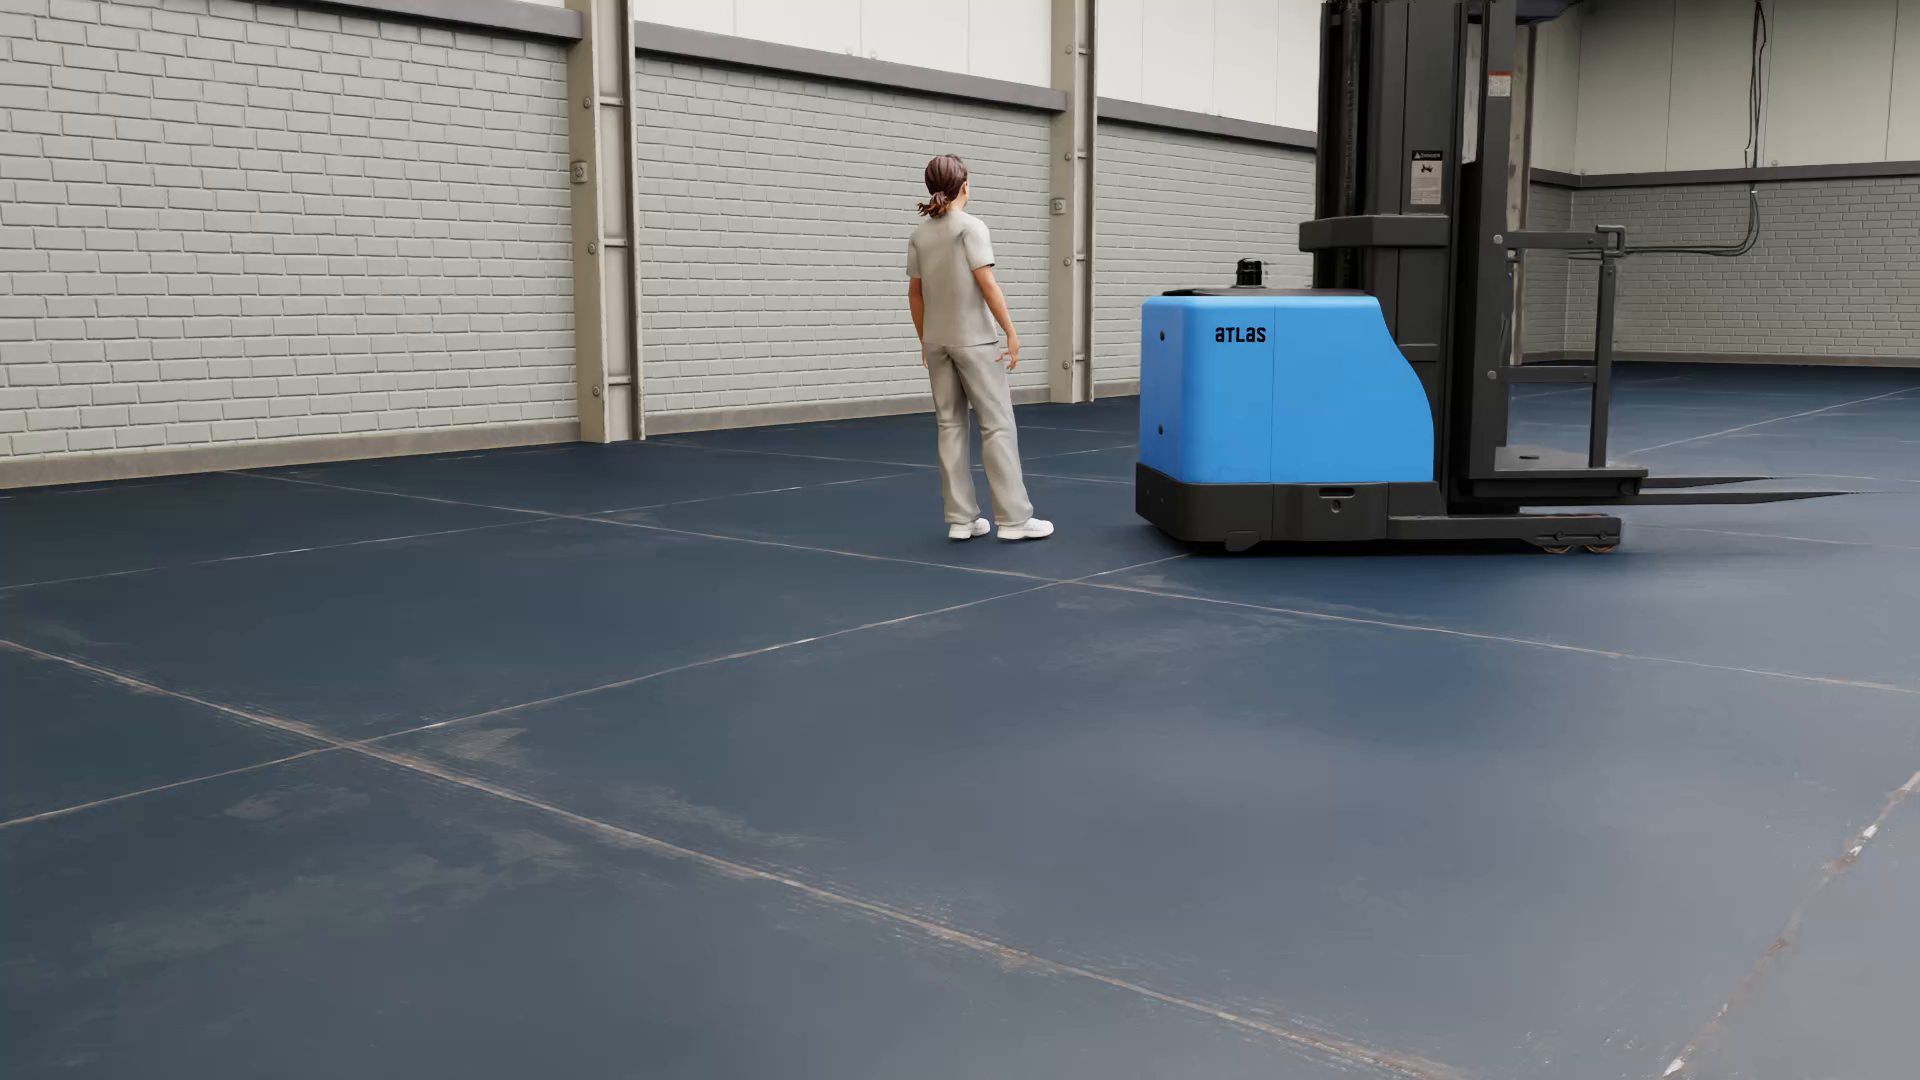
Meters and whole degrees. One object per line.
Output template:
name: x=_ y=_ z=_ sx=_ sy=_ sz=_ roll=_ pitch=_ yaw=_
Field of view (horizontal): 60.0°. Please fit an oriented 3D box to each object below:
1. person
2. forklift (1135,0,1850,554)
person: x=0.057 y=-0.844 z=7.331 sx=0.549 sy=1.674 sz=0.548 roll=7 pitch=11 yaw=38
forklift: x=2.370 y=-1.466 z=7.301 sx=3.031 sy=2.935 sz=1.130 roll=-1 pitch=8 yaw=-5
